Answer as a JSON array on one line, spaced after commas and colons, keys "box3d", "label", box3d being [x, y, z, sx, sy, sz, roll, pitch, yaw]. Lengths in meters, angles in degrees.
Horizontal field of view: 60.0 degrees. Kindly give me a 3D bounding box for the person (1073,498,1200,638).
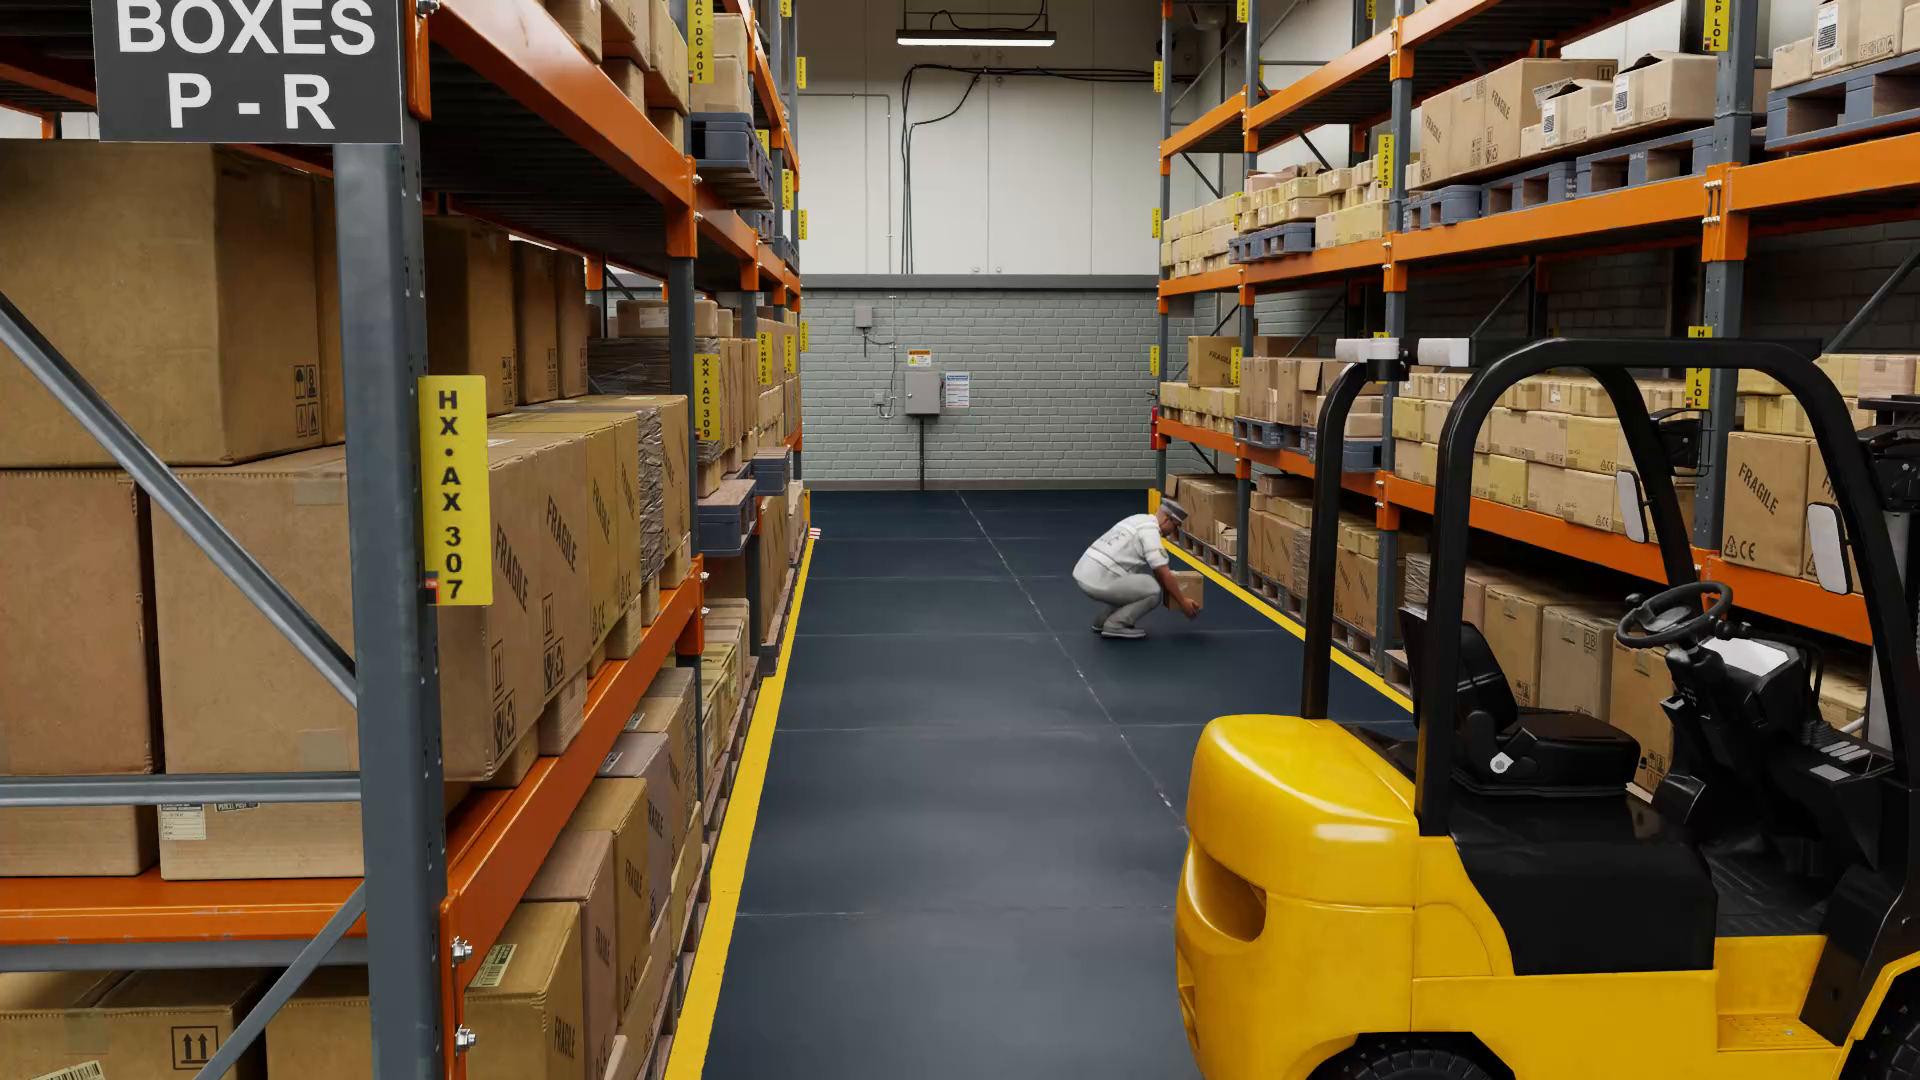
[{"box3d": [1.288, 0.203, 12.210, 0.912, 1.012, 0.537, -1, 7, -4], "label": "person"}]
